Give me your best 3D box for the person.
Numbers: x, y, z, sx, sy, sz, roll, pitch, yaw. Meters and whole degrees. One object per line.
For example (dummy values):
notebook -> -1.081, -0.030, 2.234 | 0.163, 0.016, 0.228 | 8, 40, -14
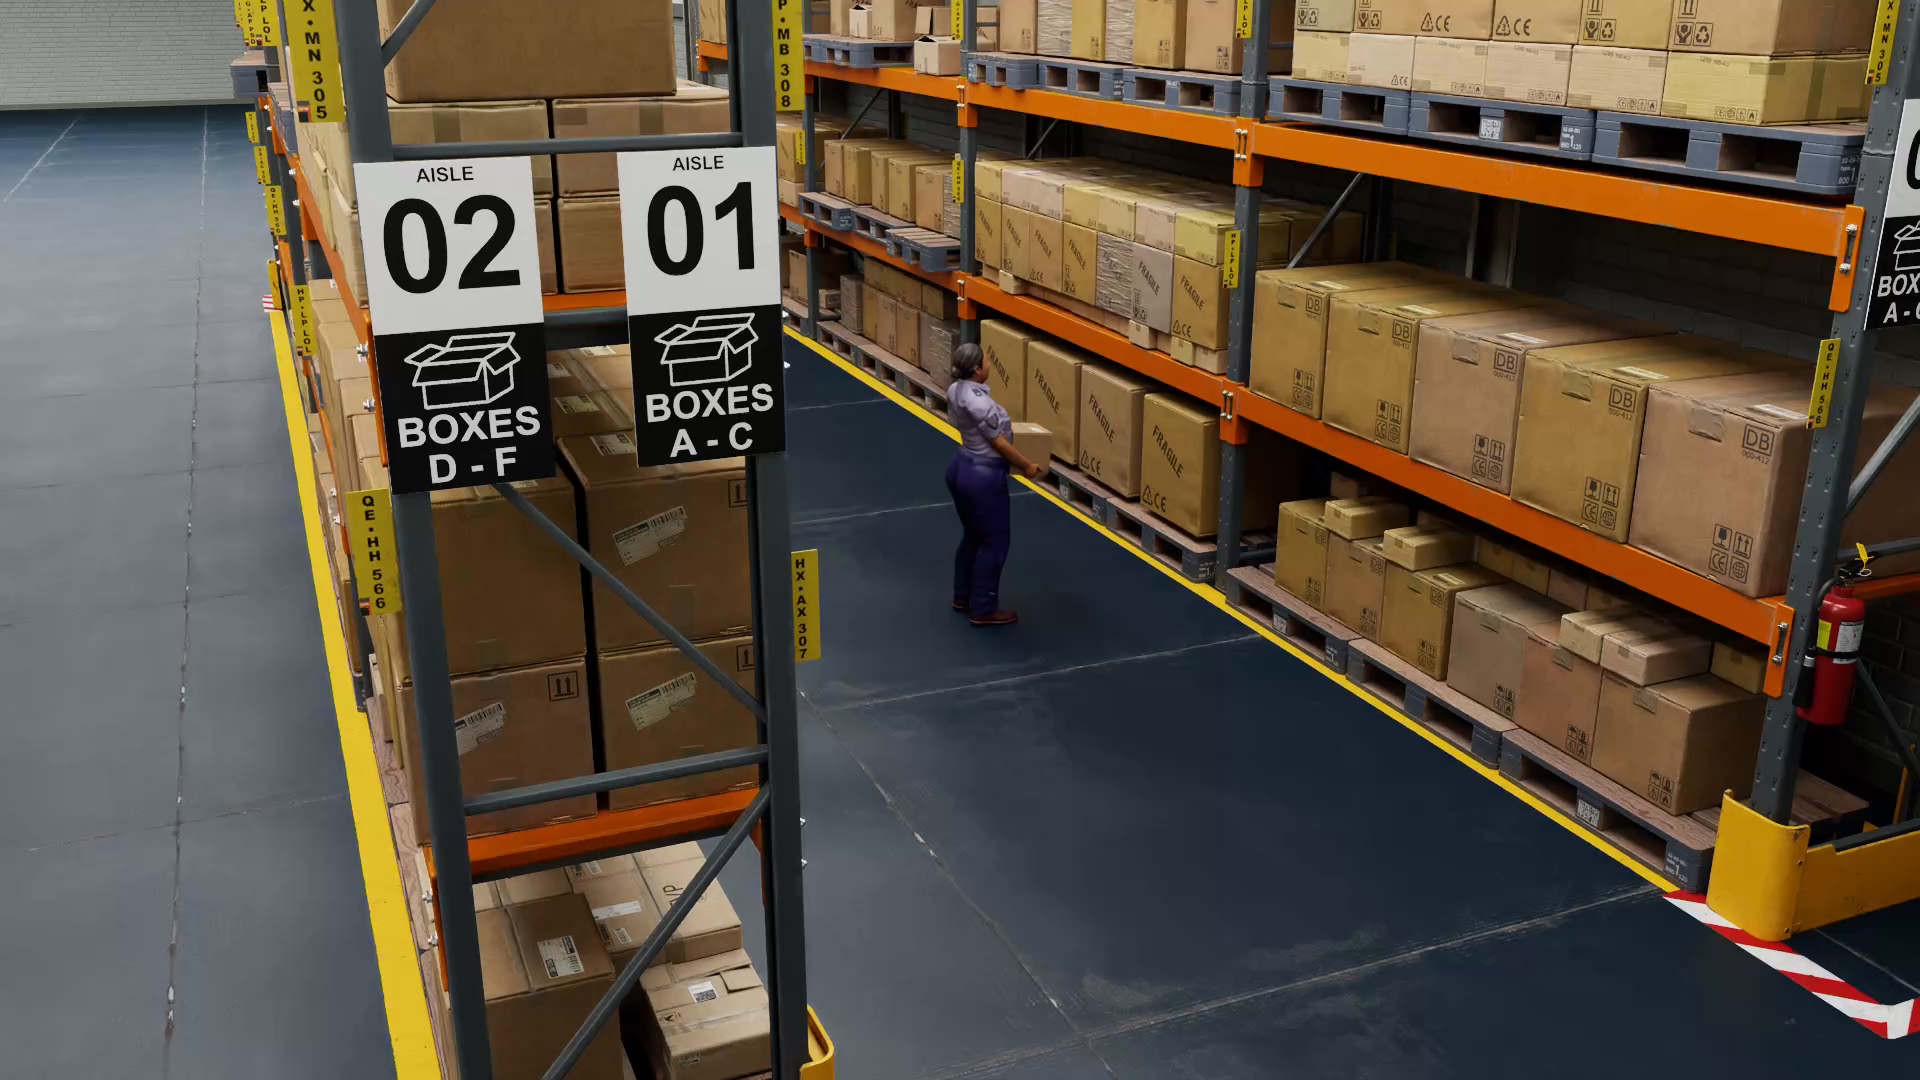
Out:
person -> 0.188, -0.342, 9.599 | 0.517, 1.637, 0.453 | -8, 20, -21
